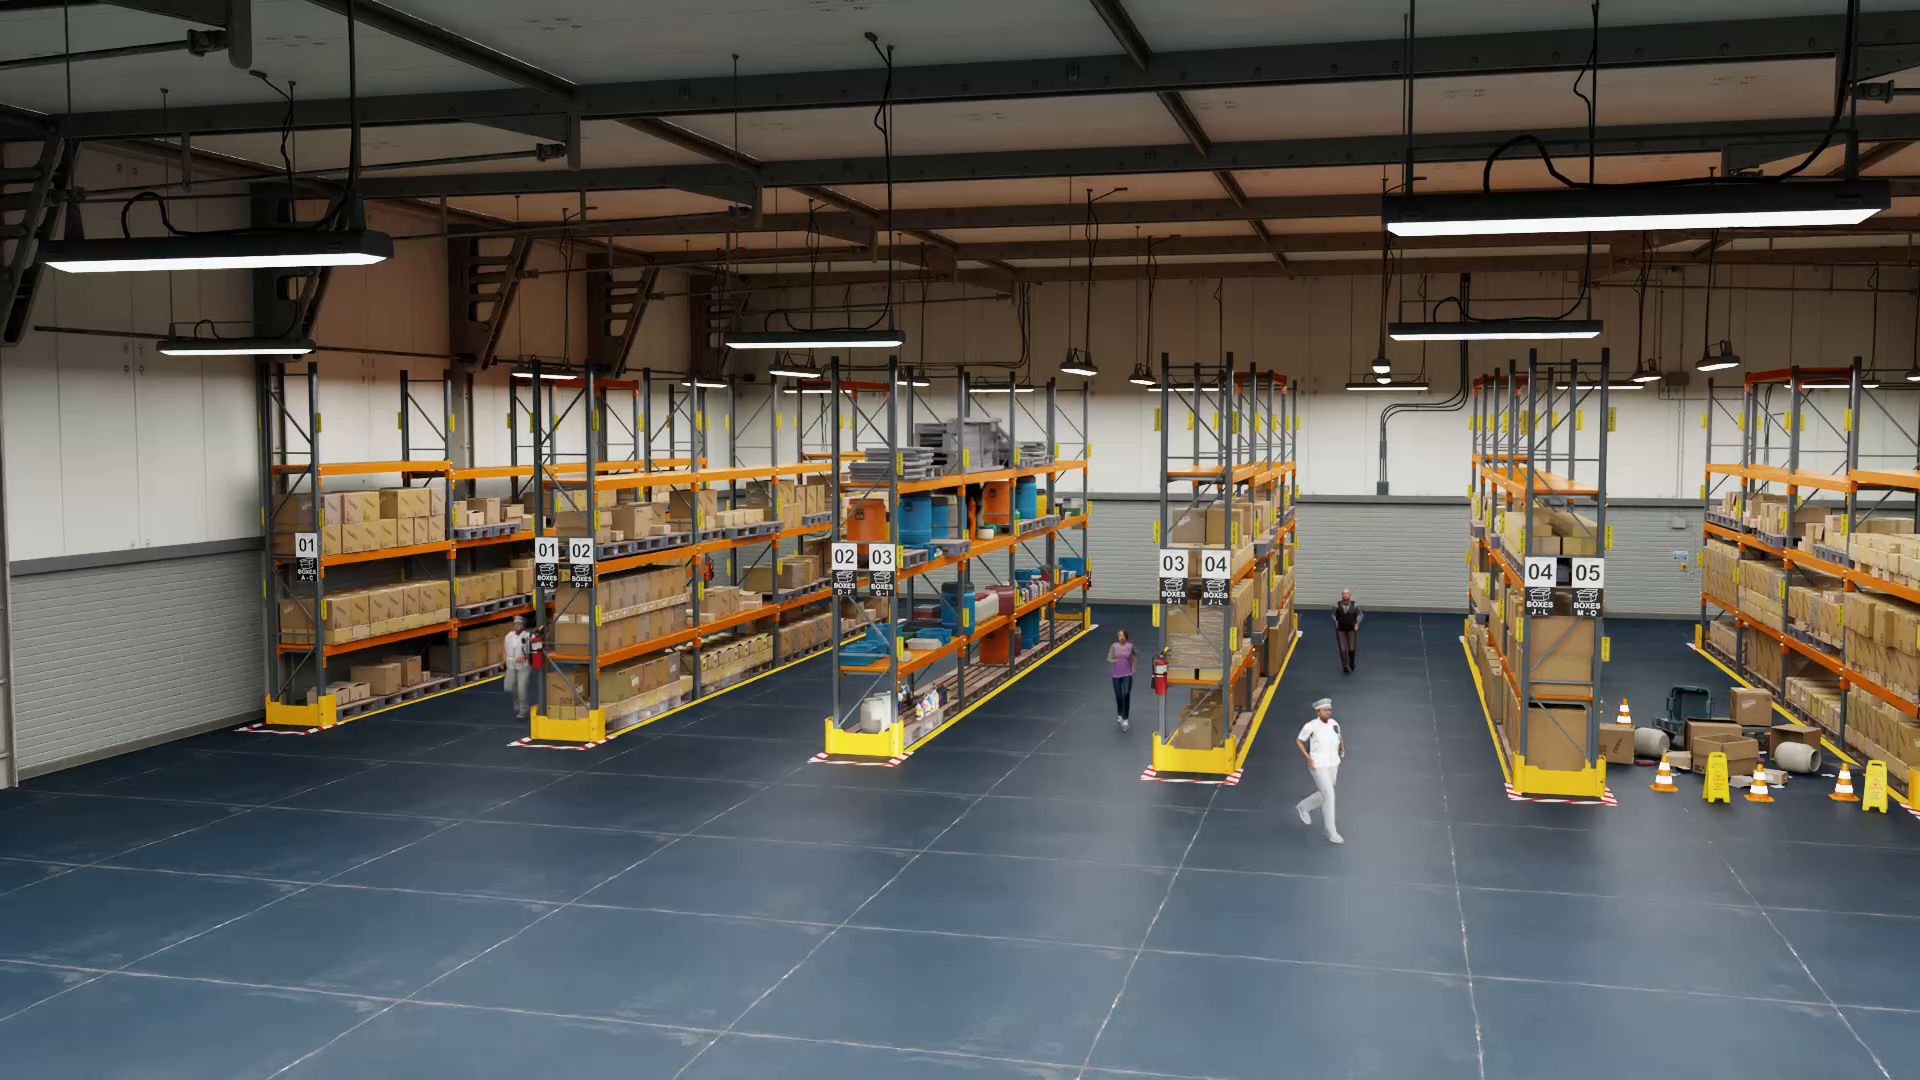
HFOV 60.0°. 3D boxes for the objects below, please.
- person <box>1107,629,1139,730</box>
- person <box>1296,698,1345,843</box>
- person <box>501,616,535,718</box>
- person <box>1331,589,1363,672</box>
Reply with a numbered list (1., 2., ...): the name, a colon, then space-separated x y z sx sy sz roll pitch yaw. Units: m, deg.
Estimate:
1. person: 2.670 2.275 27.344 0.516 1.636 0.685 1 4 11
2. person: 4.390 2.746 20.175 0.571 1.709 0.836 -2 5 -28
3. person: -7.508 2.151 28.231 0.665 1.737 0.593 1 4 8
4. person: 7.710 1.821 33.191 0.635 1.673 0.564 1 4 16
